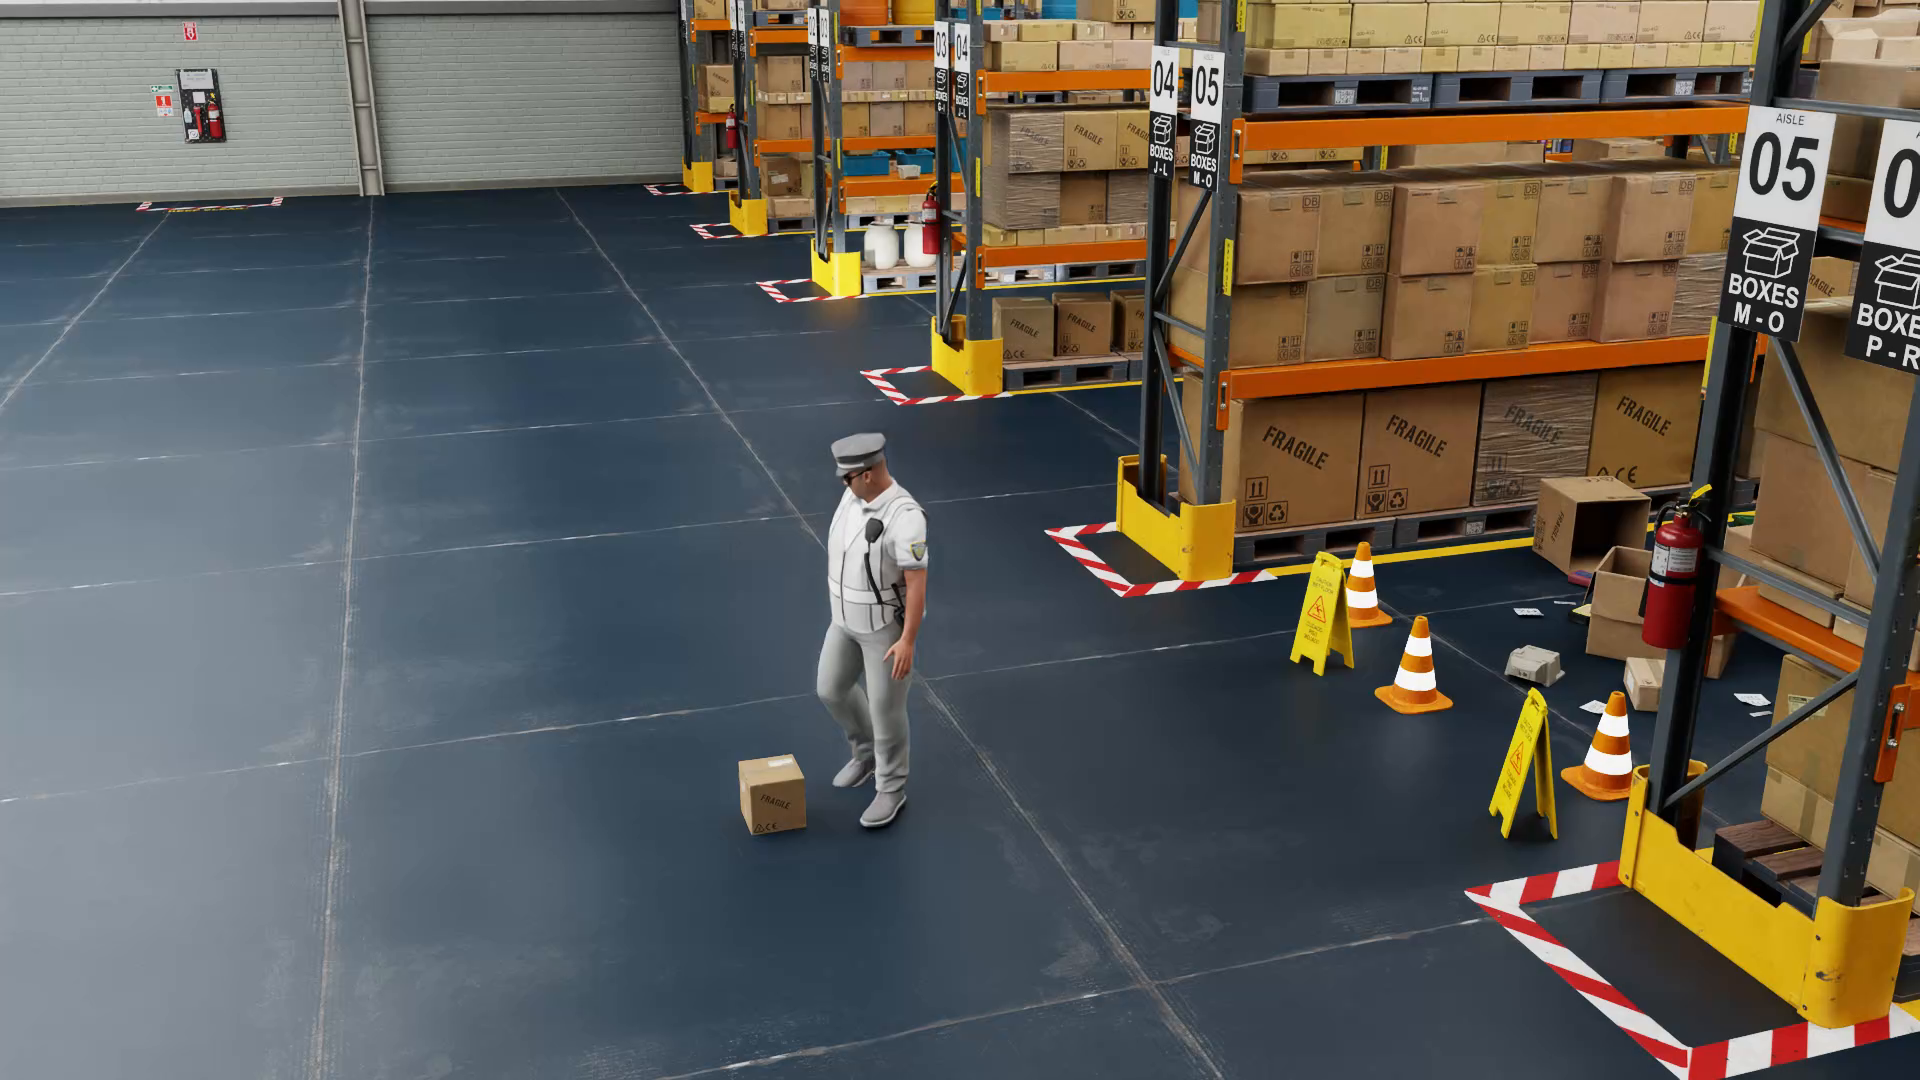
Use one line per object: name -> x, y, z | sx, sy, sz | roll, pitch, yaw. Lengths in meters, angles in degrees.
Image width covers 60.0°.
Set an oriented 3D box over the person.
person -> -0.383, 0.406, 7.437 | 0.455, 1.793, 0.619 | -18, 26, -42
